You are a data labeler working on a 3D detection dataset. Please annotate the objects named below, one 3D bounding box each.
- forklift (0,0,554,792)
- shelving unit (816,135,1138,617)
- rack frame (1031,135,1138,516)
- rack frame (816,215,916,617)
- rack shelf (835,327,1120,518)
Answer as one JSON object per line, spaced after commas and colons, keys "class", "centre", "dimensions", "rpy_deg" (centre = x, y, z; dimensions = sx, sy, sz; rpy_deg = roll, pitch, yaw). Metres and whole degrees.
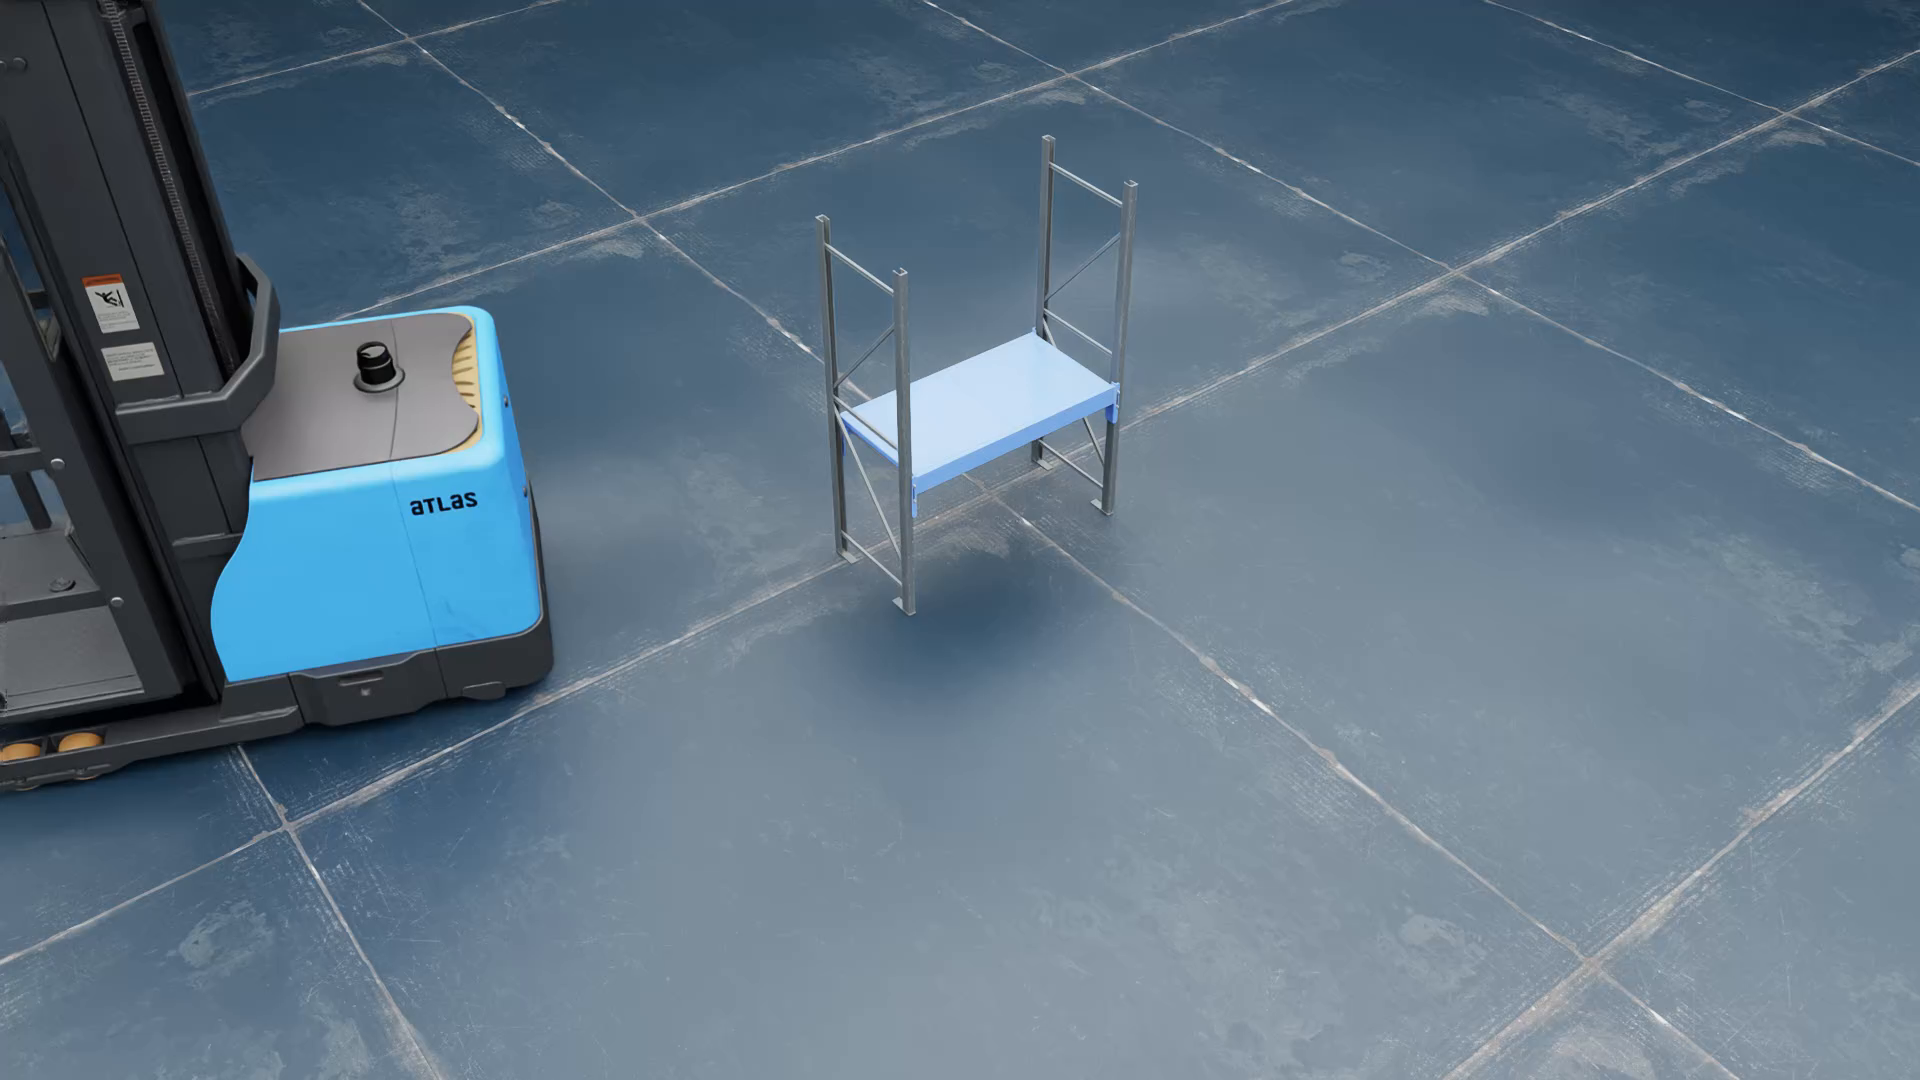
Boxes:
{"class": "forklift", "centre": [-3.061, -0.647, 5.228], "dimensions": [3.031, 2.935, 1.130], "rpy_deg": [-10, 40, -11]}
{"class": "shelving unit", "centre": [0.068, -0.613, 6.315], "dimensions": [1.048, 1.500, 0.538], "rpy_deg": [-26, 46, -28]}
{"class": "rack frame", "centre": [0.471, -0.809, 6.554], "dimensions": [0.032, 1.500, 0.500], "rpy_deg": [-26, 46, -28]}
{"class": "rack frame", "centre": [-0.335, -0.416, 6.075], "dimensions": [0.032, 1.500, 0.500], "rpy_deg": [-26, 46, -28]}
{"class": "rack shelf", "centre": [0.068, -0.474, 6.429], "dimensions": [1.000, 0.185, 0.538], "rpy_deg": [-26, 46, -28]}
